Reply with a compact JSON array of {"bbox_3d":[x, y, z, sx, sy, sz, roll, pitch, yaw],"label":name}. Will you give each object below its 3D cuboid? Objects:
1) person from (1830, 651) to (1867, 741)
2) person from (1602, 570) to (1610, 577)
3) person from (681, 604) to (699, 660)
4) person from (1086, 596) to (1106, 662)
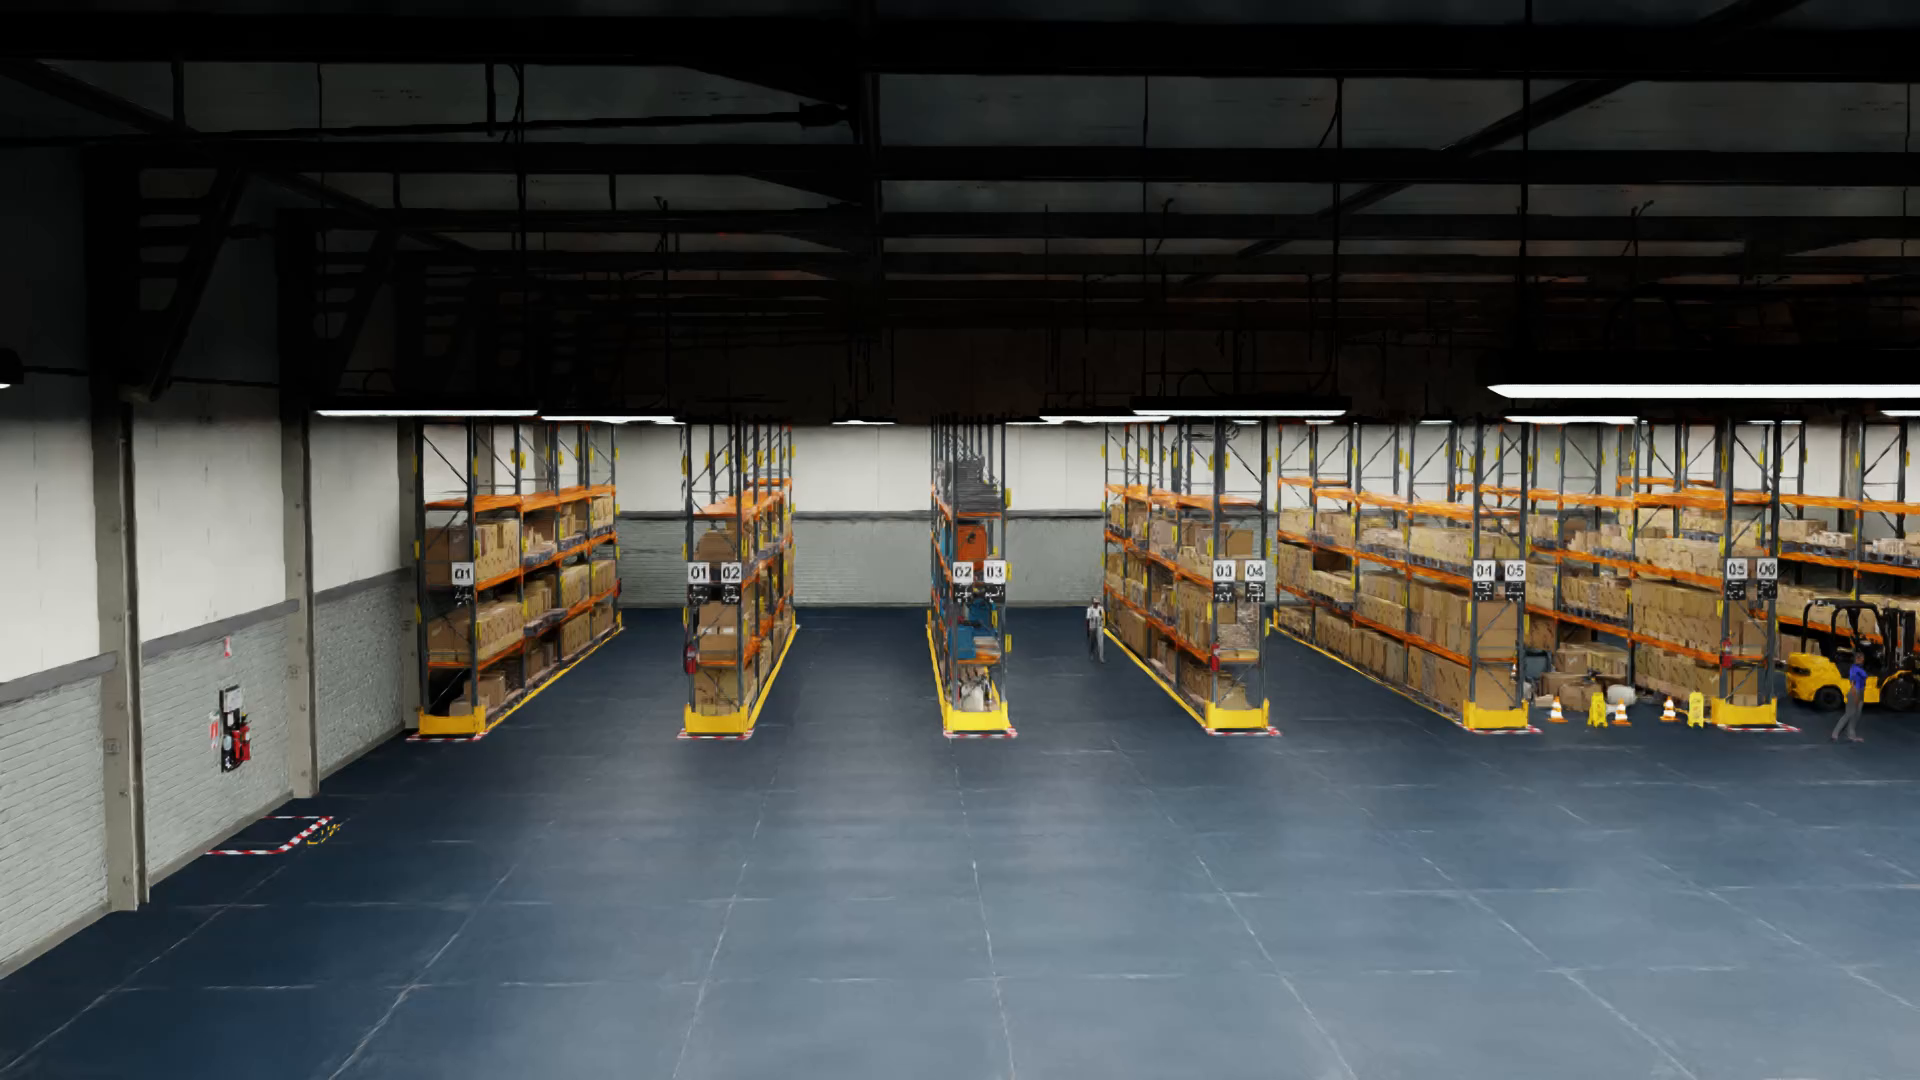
[{"bbox_3d":[16.185,2.844,30.270,0.487,1.653,0.658,4,5,44],"label":"person"},{"bbox_3d":[18.035,1.687,46.558,0.553,1.709,1.123,0,4,0],"label":"person"},{"bbox_3d":[-6.470,2.129,40.649,0.677,1.674,0.534,0,4,-4],"label":"person"},{"bbox_3d":[3.307,2.146,40.598,0.457,1.583,1.075,0,4,0],"label":"person"}]
